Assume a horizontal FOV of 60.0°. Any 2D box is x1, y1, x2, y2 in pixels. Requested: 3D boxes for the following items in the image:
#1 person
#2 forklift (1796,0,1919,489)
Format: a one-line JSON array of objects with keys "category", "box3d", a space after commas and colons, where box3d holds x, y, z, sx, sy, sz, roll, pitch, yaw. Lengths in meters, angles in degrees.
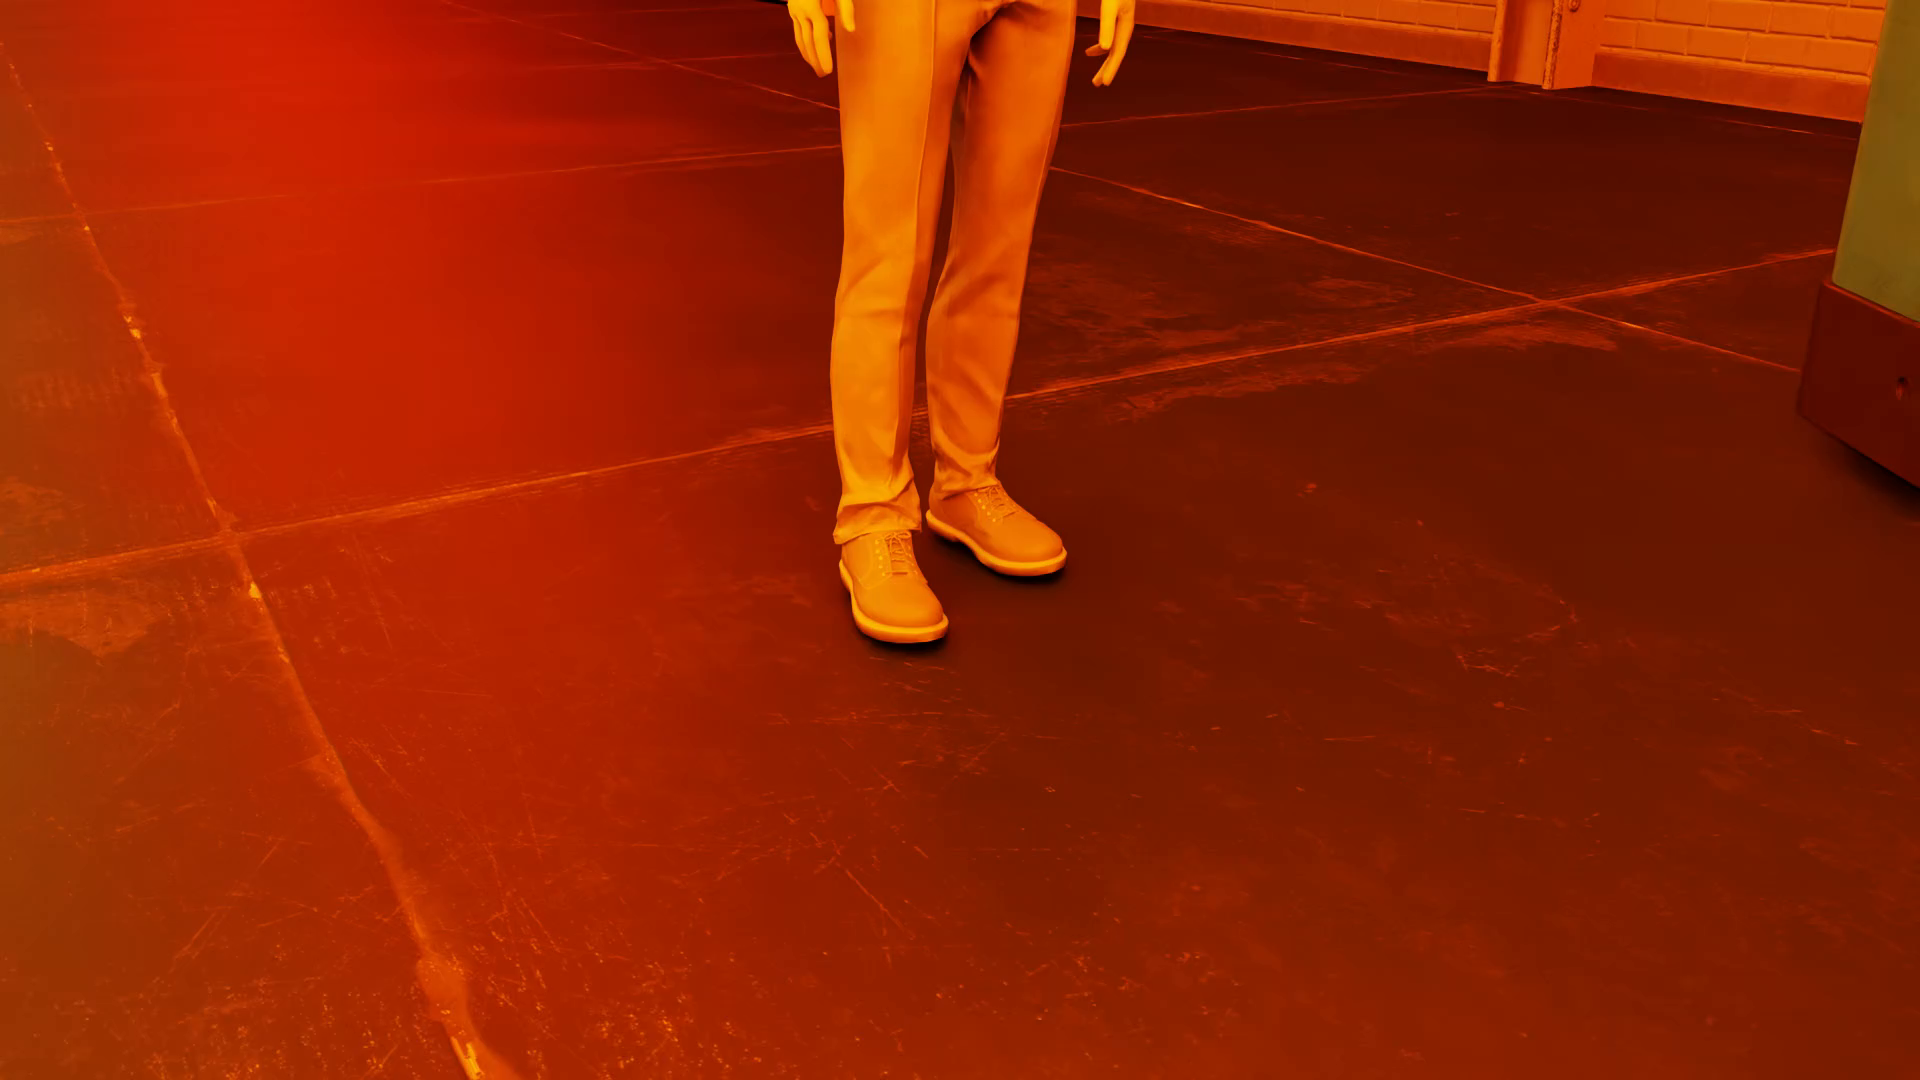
[{"category": "person", "box3d": [0.028, -0.767, 2.252, 0.586, 1.694, 0.532, -12, 25, -28]}, {"category": "forklift", "box3d": [3.038, -1.370, 2.111, 3.031, 2.935, 1.130, -1, 22, -2]}]
